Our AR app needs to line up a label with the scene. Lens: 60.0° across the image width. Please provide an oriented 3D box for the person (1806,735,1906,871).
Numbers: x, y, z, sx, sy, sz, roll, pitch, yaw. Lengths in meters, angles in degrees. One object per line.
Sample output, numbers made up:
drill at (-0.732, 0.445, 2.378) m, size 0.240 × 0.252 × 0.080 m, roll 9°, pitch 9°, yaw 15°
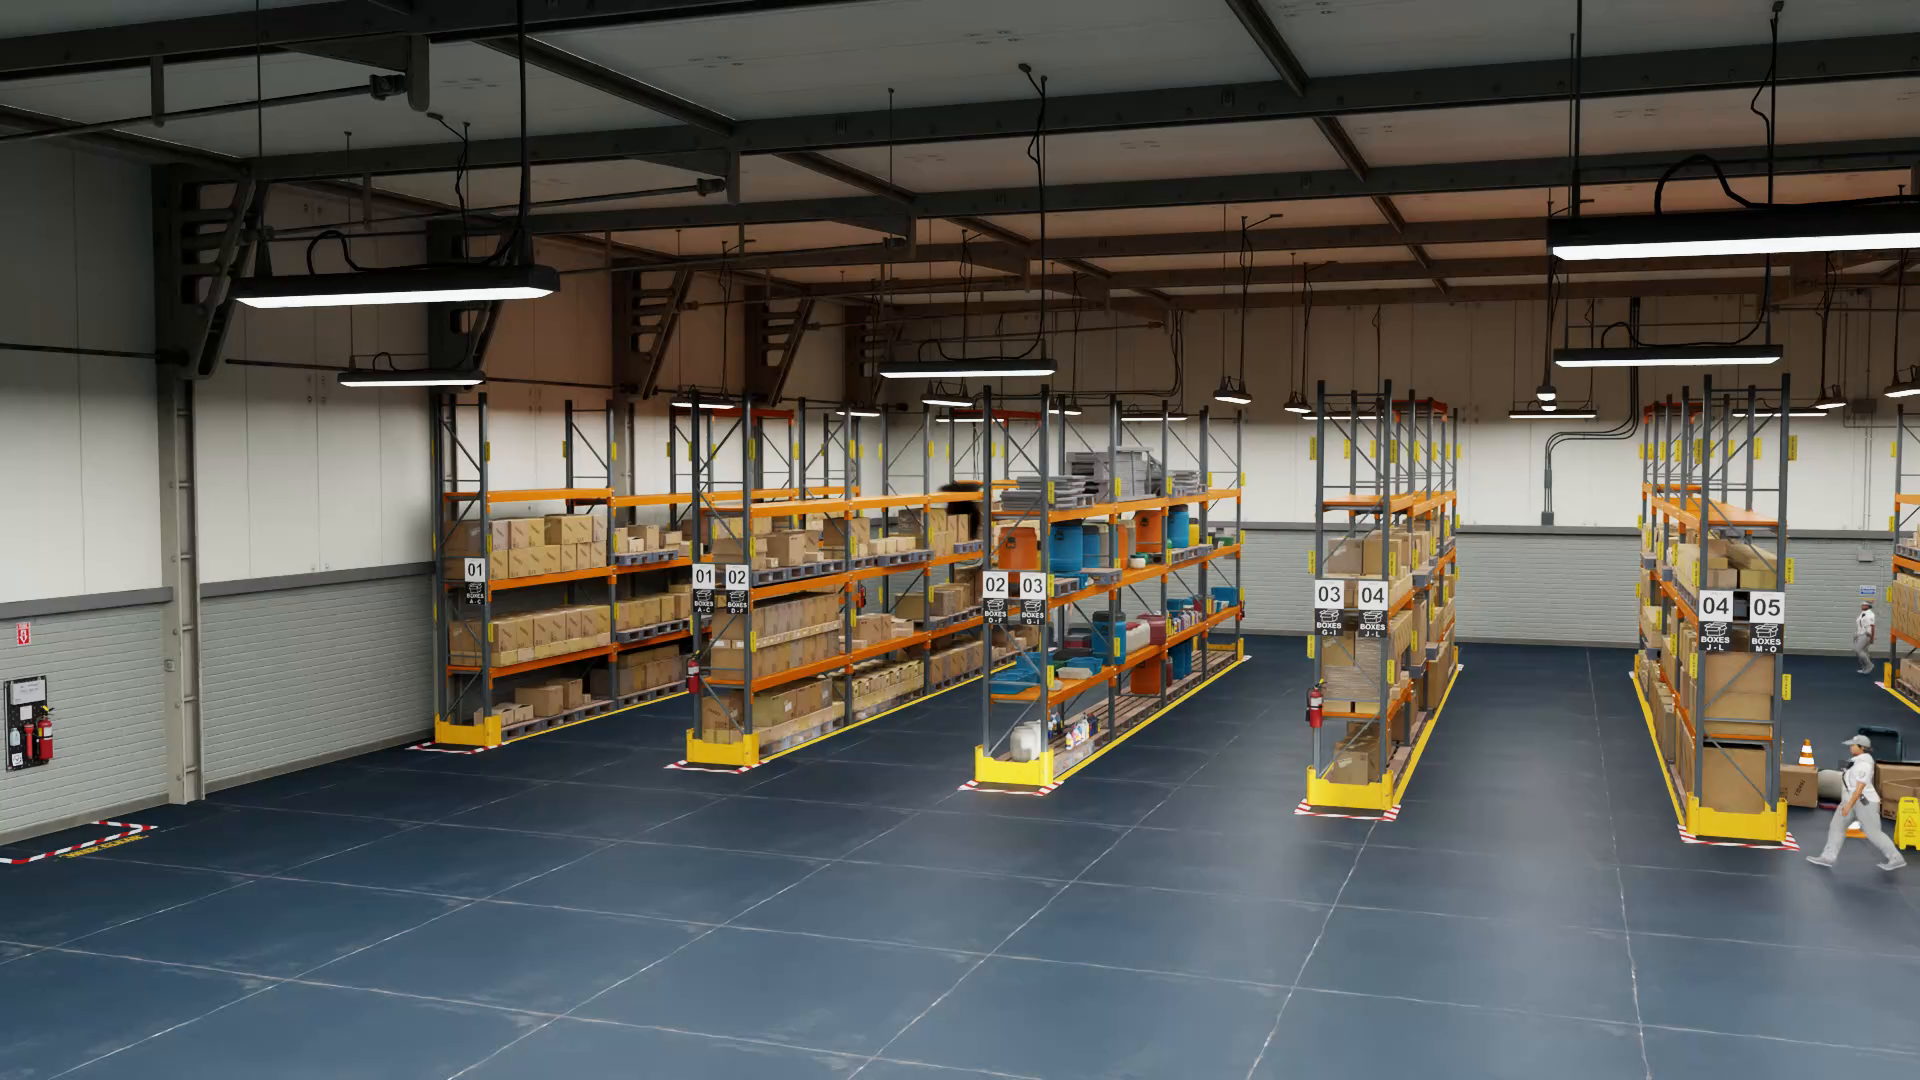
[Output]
person at (10.701, 3.130, 19.813) m, size 1.005 × 1.619 × 0.490 m, roll 0°, pitch 3°, yaw 7°

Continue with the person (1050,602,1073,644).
person at (2.651, 1.824, 43.516) m, size 0.709 × 1.745 × 0.912 m, roll 0°, pitch 3°, yaw -5°

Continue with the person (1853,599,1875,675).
person at (20.258, 2.166, 37.304) m, size 0.428 × 1.699 × 0.449 m, roll 1°, pitch 3°, yaw 11°
